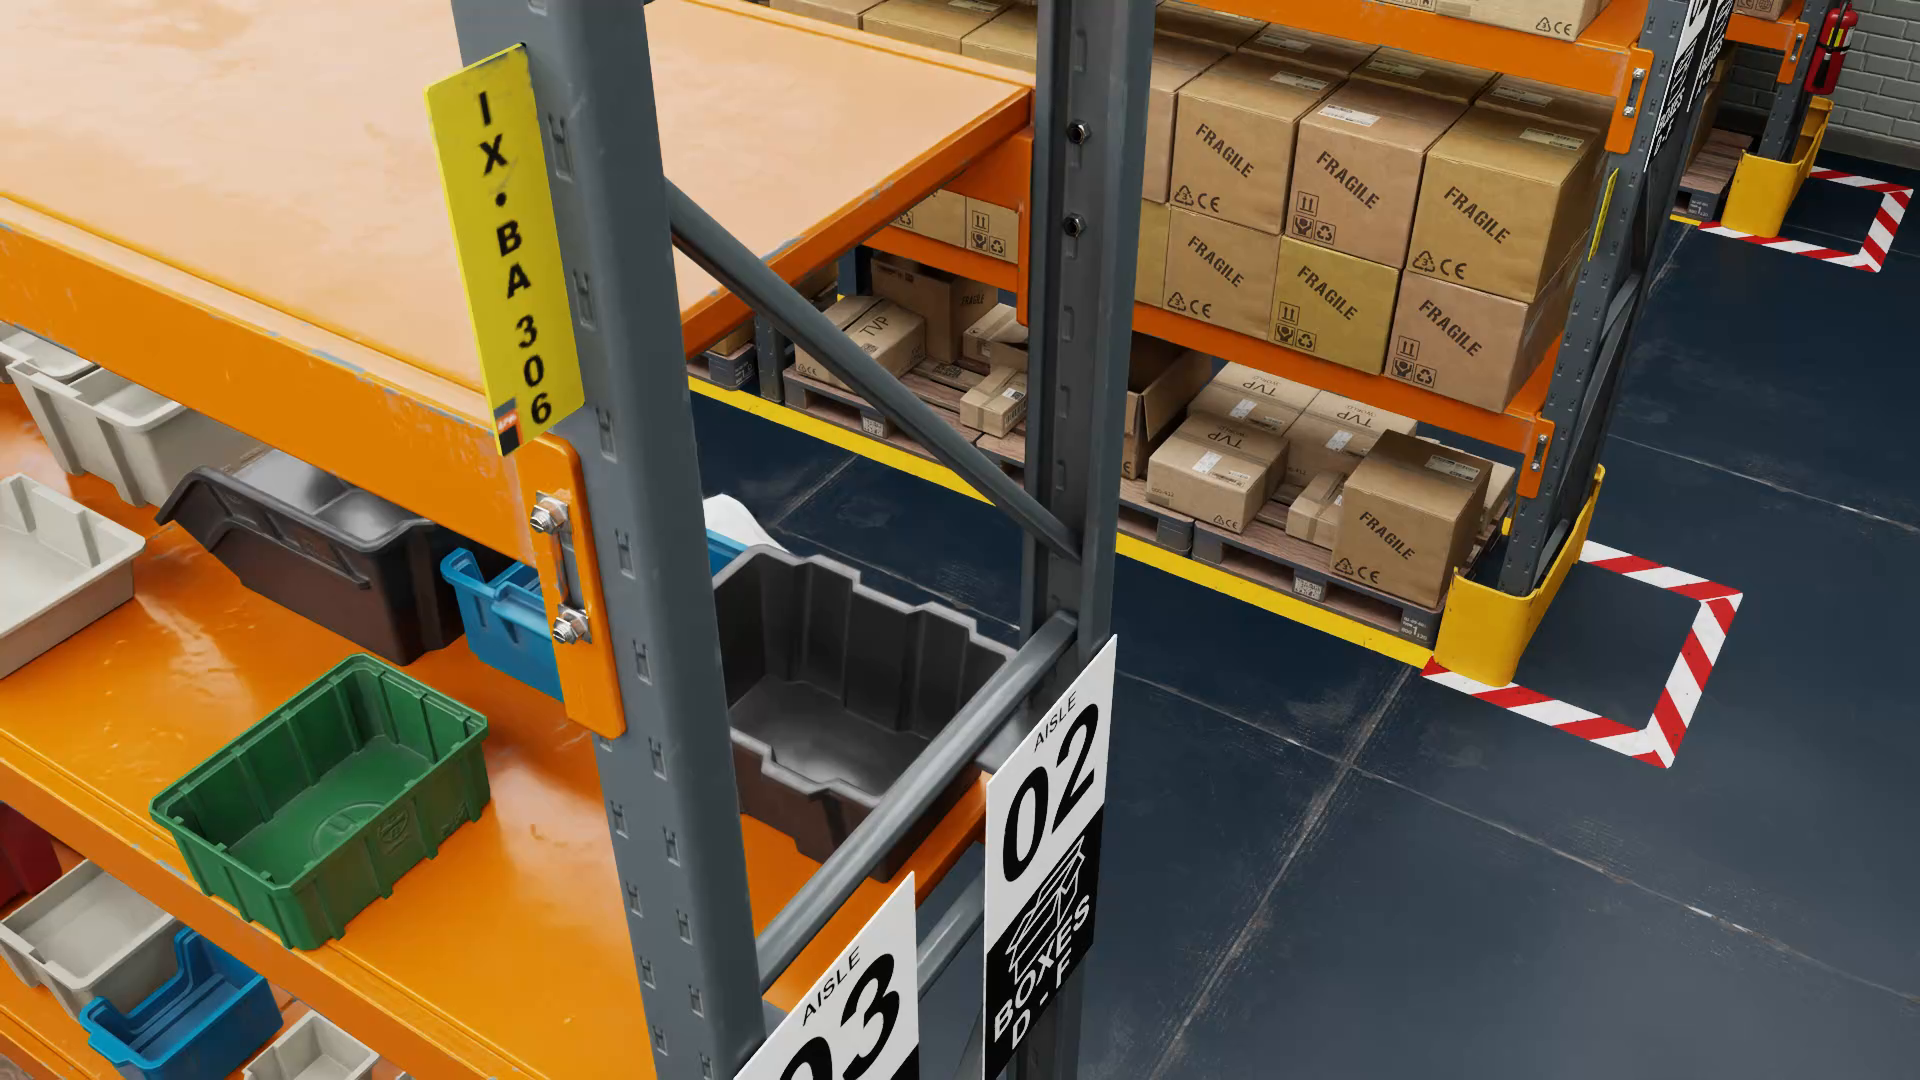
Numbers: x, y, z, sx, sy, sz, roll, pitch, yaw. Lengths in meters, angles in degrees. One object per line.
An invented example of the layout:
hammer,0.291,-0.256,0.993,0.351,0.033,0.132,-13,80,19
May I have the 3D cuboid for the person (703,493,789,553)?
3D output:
person,-0.945,0.322,6.604,0.820,1.304,0.586,22,43,25
